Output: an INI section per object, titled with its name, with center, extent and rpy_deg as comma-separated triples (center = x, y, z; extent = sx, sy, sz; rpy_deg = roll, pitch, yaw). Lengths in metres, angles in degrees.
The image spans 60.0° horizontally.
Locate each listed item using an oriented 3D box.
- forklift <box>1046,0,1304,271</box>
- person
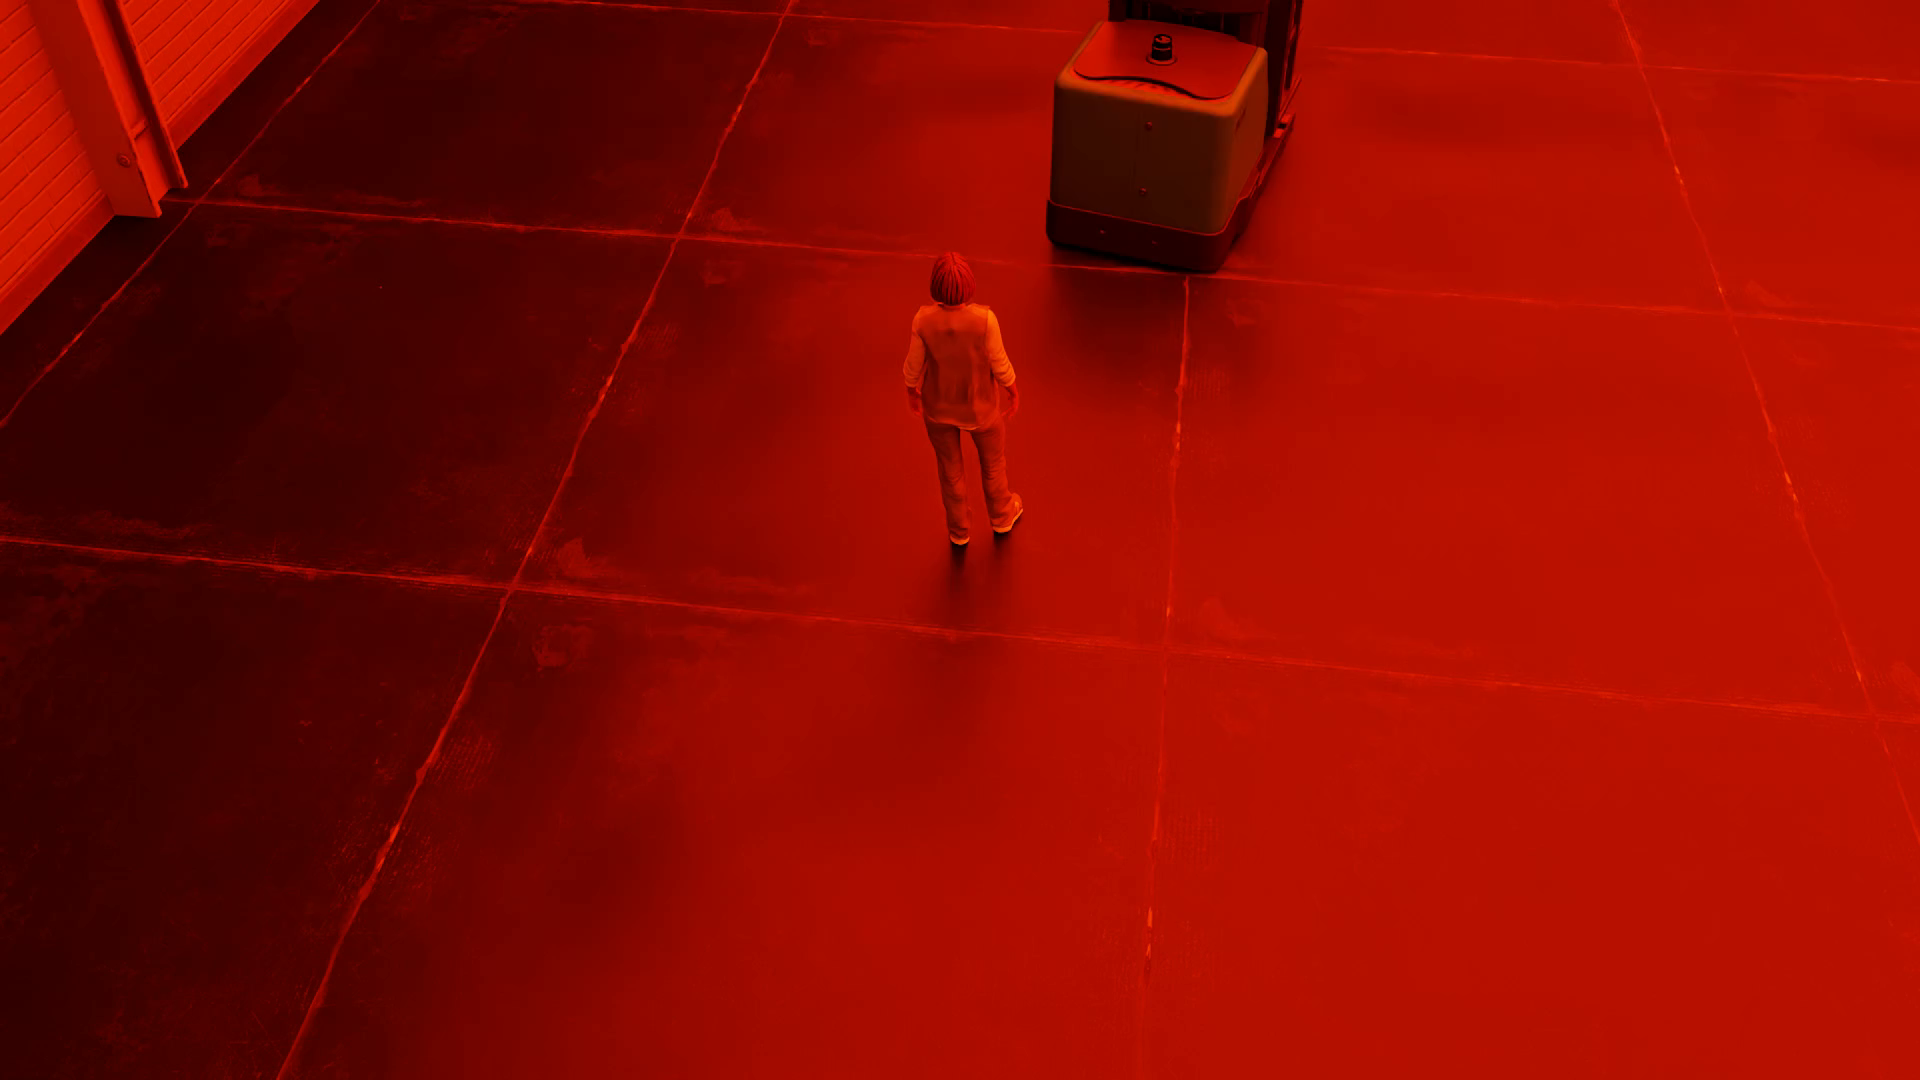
[forklift]
center = 1.505, -3.613, 9.658
extent = 1.130, 2.935, 3.031
rpy_deg = 15, 45, 15
[person]
center = 0.024, -0.643, 7.398
extent = 0.520, 1.599, 0.473
rpy_deg = 5, 43, 6
